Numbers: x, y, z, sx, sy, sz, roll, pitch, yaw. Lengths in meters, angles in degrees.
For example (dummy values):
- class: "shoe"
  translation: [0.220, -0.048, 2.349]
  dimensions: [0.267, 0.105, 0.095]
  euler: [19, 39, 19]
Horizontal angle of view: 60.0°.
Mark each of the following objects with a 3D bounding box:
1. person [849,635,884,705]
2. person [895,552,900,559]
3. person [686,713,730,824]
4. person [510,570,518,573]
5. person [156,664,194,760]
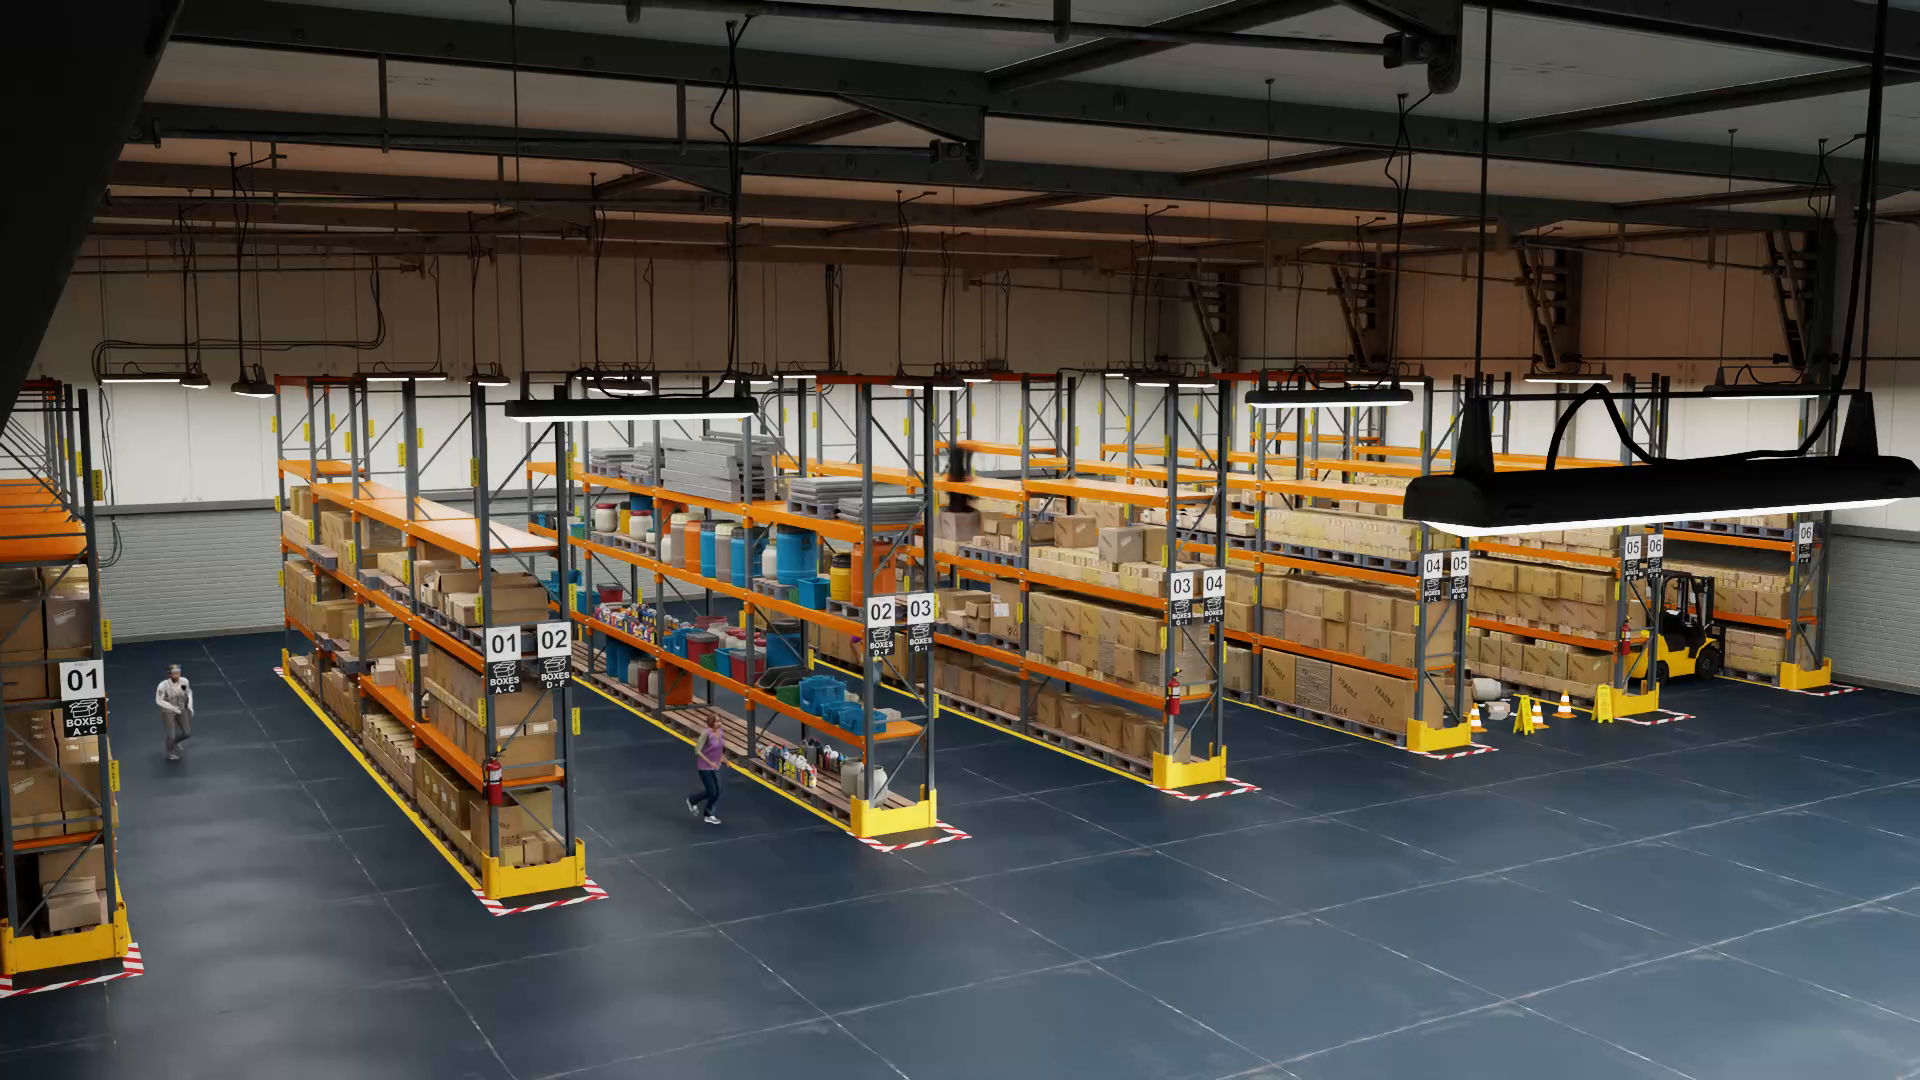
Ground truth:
- class: "person"
  translation: [-1.549, 2.194, 29.859]
  dimensions: [0.680, 1.785, 0.717]
  euler: [-5, 8, -37]
- class: "person"
  translation: [-1.690, 1.056, 40.330]
  dimensions: [0.757, 1.771, 0.703]
  euler: [-1, 6, -10]
- class: "person"
  translation: [-3.467, 3.097, 22.694]
  dimensions: [0.612, 1.544, 0.538]
  euler: [4, 7, 33]
- class: "person"
  translation: [-9.874, 1.493, 36.438]
  dimensions: [0.802, 1.644, 0.558]
  euler: [-3, 7, -26]
- class: "person"
  translation: [-12.371, 2.695, 26.172]
  dimensions: [0.722, 1.574, 0.598]
  euler: [5, 8, 41]
